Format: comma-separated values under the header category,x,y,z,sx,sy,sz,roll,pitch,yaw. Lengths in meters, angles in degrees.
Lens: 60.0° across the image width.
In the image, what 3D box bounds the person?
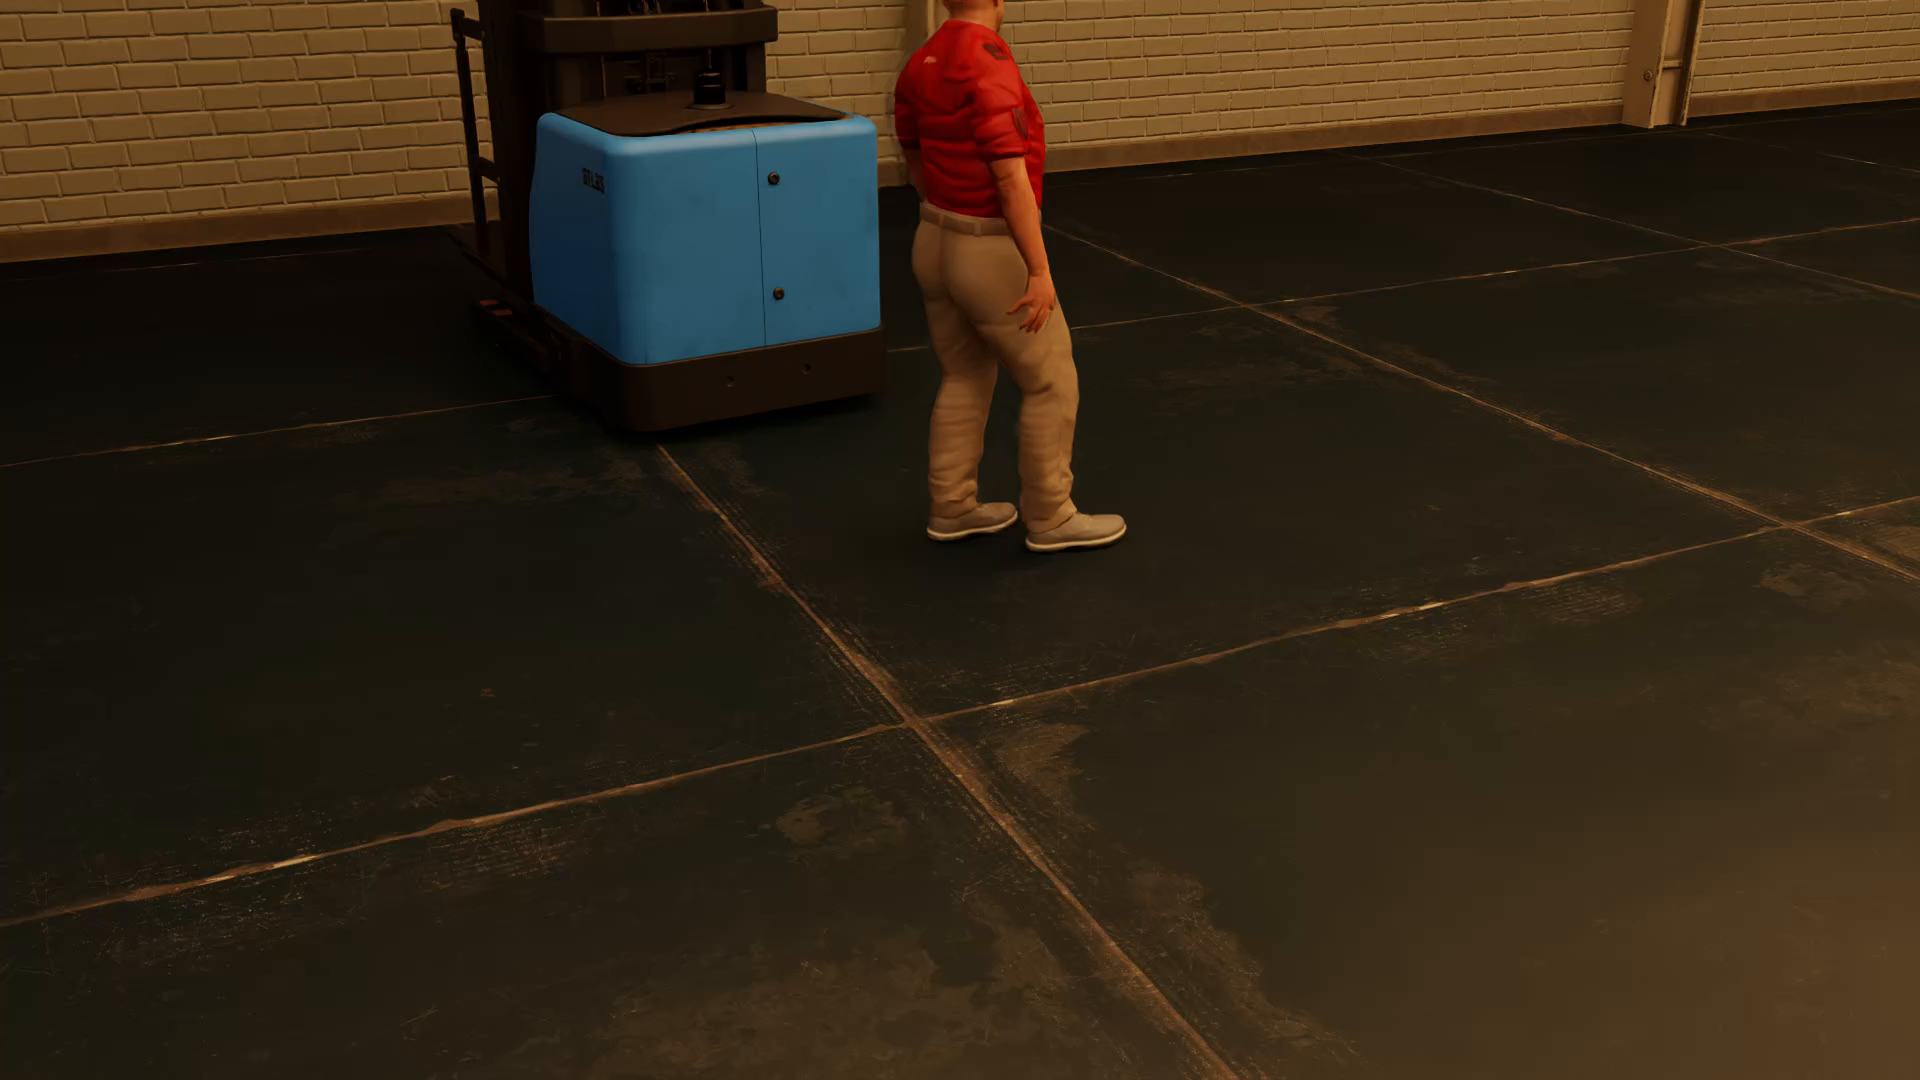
category,x,y,z,sx,sy,sz,roll,pitch,yaw
person,0.133,-0.832,4.873,0.528,1.716,0.681,-16,27,-33

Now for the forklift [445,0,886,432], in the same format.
category,x,y,z,sx,sy,sz,roll,pitch,yaw
forklift,-1.472,-2.253,6.709,1.130,2.935,3.031,-13,26,-28
